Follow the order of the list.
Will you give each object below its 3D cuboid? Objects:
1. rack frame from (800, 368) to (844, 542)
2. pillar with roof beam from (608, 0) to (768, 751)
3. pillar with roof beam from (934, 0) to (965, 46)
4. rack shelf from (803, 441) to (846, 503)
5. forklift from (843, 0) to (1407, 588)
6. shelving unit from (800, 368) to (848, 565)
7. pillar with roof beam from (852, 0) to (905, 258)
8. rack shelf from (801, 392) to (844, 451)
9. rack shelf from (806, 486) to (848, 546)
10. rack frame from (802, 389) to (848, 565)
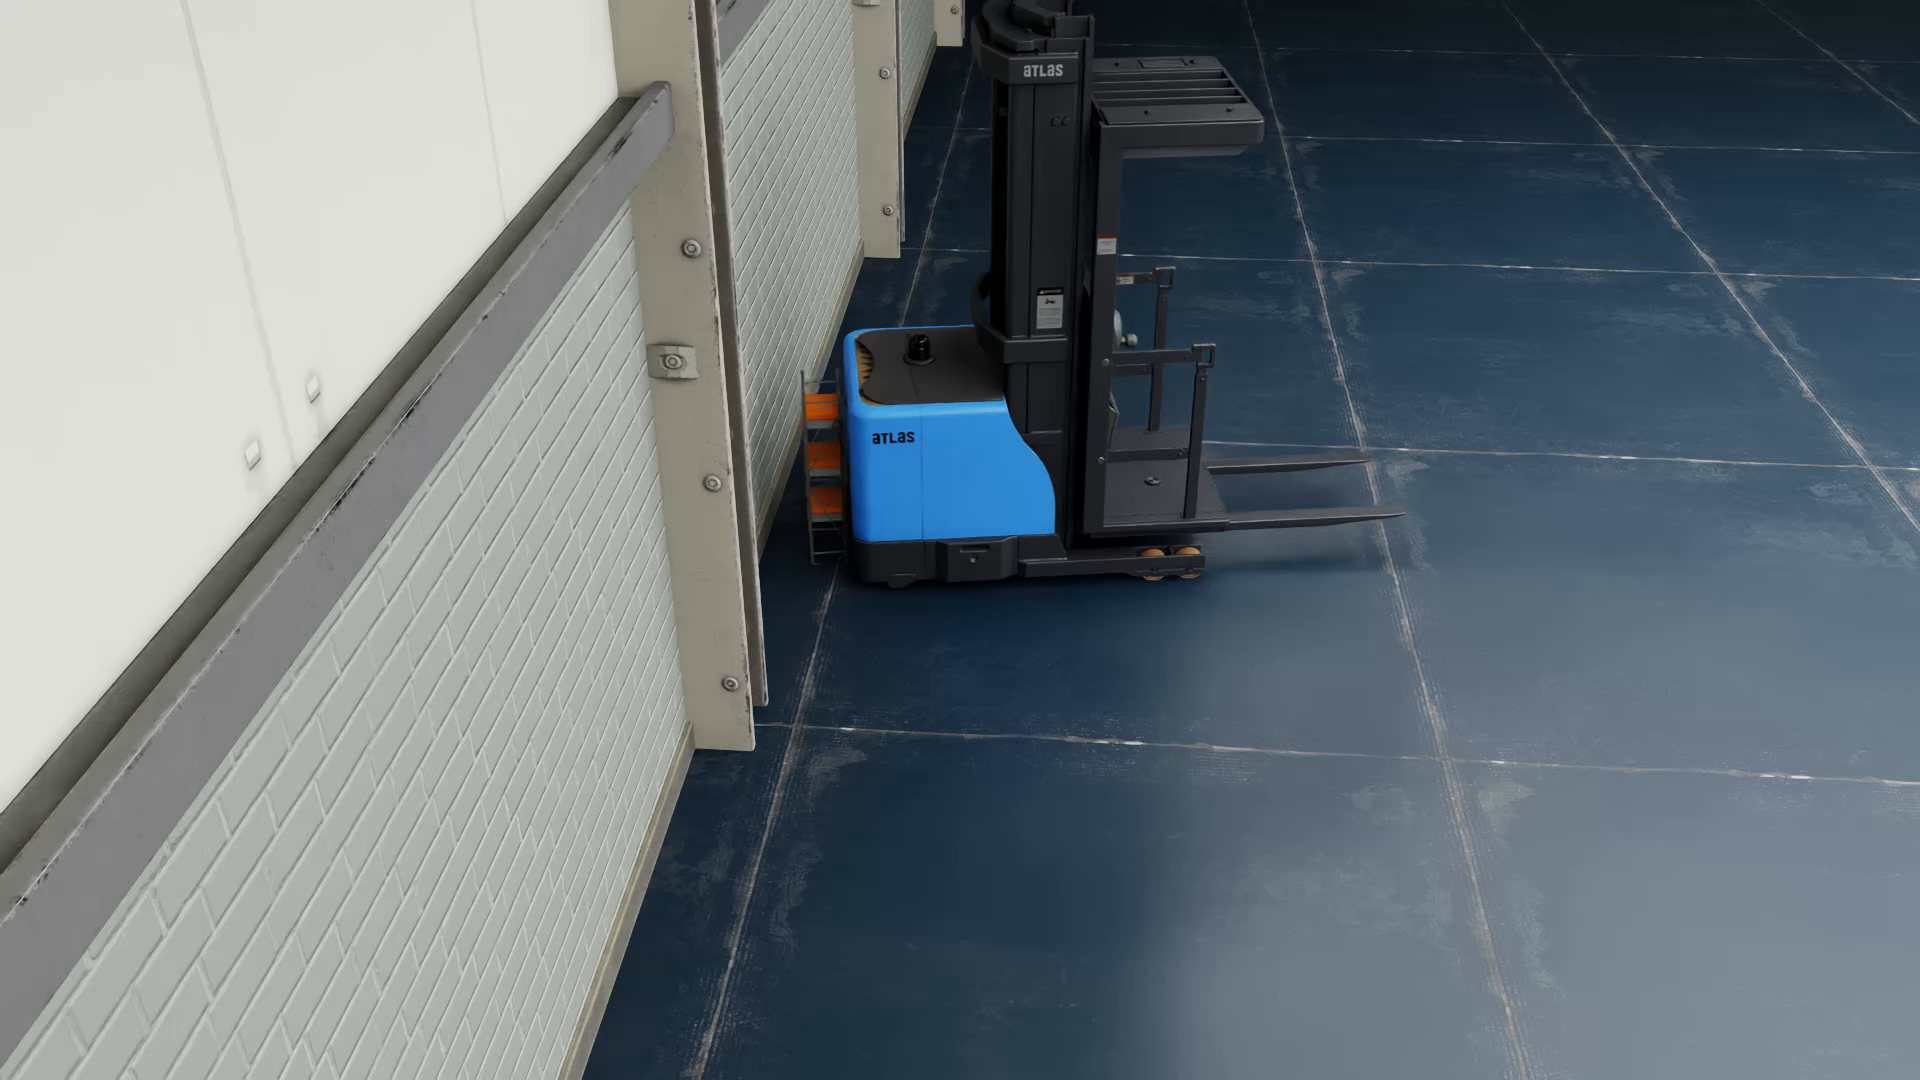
[{"bbox_3d":[-0.734,-0.445,8.971,0.200,1.050,0.008,-3,32,-5],"label":"rack frame"},{"bbox_3d":[3.199,-2.784,5.190,9.100,9.000,0.400,2,32,4],"label":"pillar with roof beam"},{"bbox_3d":[4.176,-9.058,15.372,9.100,9.000,0.400,2,32,4],"label":"pillar with roof beam"},{"bbox_3d":[-0.721,-0.372,8.874,0.215,0.259,0.240,-3,32,-5],"label":"rack shelf"},{"bbox_3d":[0.899,-1.305,8.575,3.031,2.935,1.130,-3,32,-4],"label":"forklift"},{"bbox_3d":[-0.721,-0.381,8.868,0.215,1.050,0.252,-3,32,-5],"label":"shelving unit"},{"bbox_3d":[3.688,-5.921,10.281,9.100,9.000,0.400,2,32,4],"label":"pillar with roof beam"},{"bbox_3d":[-0.721,-0.614,8.725,0.215,0.259,0.240,-3,32,-5],"label":"rack shelf"},{"bbox_3d":[-0.721,-0.136,9.019,0.215,0.259,0.240,-3,32,-5],"label":"rack shelf"},{"bbox_3d":[-0.708,-0.318,8.765,0.200,1.050,0.008,-3,32,-5],"label":"rack frame"}]
